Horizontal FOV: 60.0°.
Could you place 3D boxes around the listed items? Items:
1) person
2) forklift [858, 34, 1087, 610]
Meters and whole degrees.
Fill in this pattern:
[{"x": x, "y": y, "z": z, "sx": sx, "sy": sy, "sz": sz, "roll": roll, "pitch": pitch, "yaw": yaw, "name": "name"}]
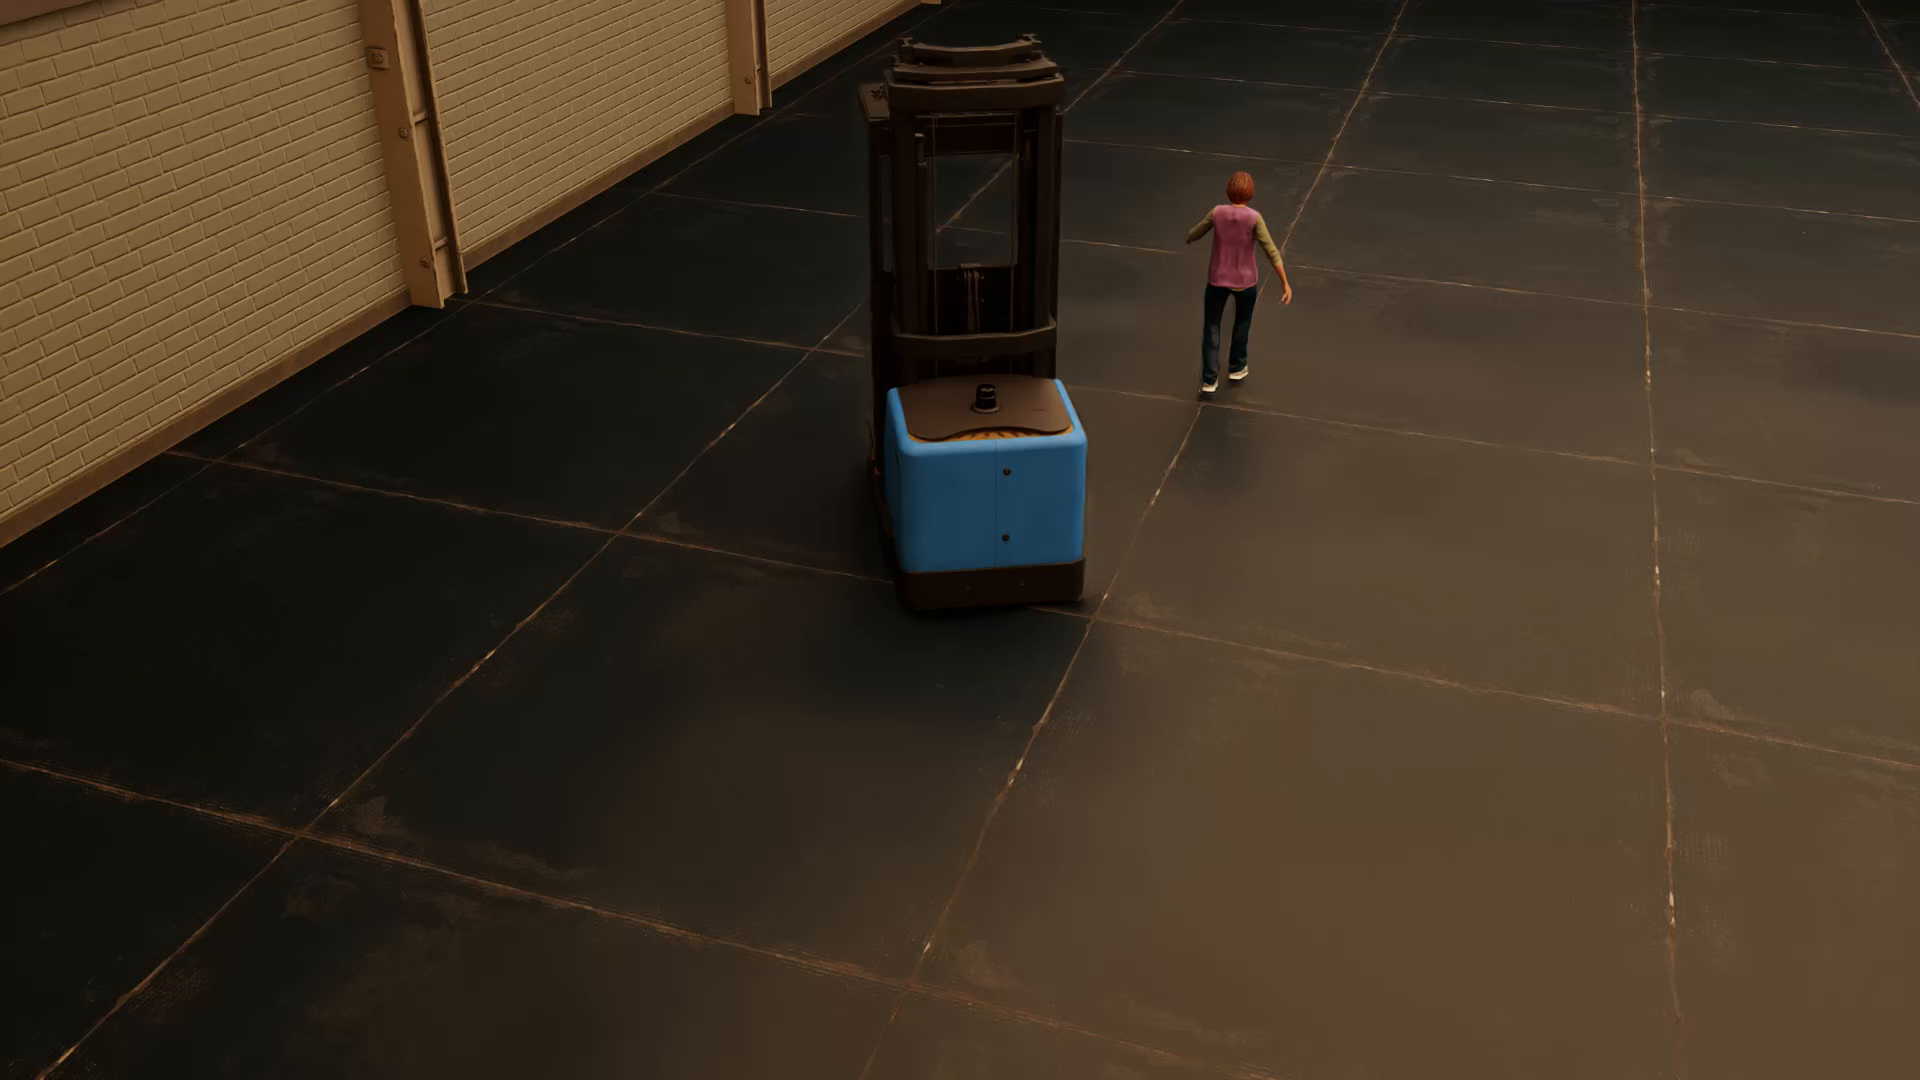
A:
[{"x": 1.937, "y": -1.816, "z": 11.714, "sx": 0.812, "sy": 1.574, "sz": 0.703, "roll": 8, "pitch": 31, "yaw": 13, "name": "person"}, {"x": -0.004, "y": -1.589, "z": 9.924, "sx": 1.130, "sy": 2.935, "sz": 3.031, "roll": -4, "pitch": 30, "yaw": -7, "name": "forklift"}]
